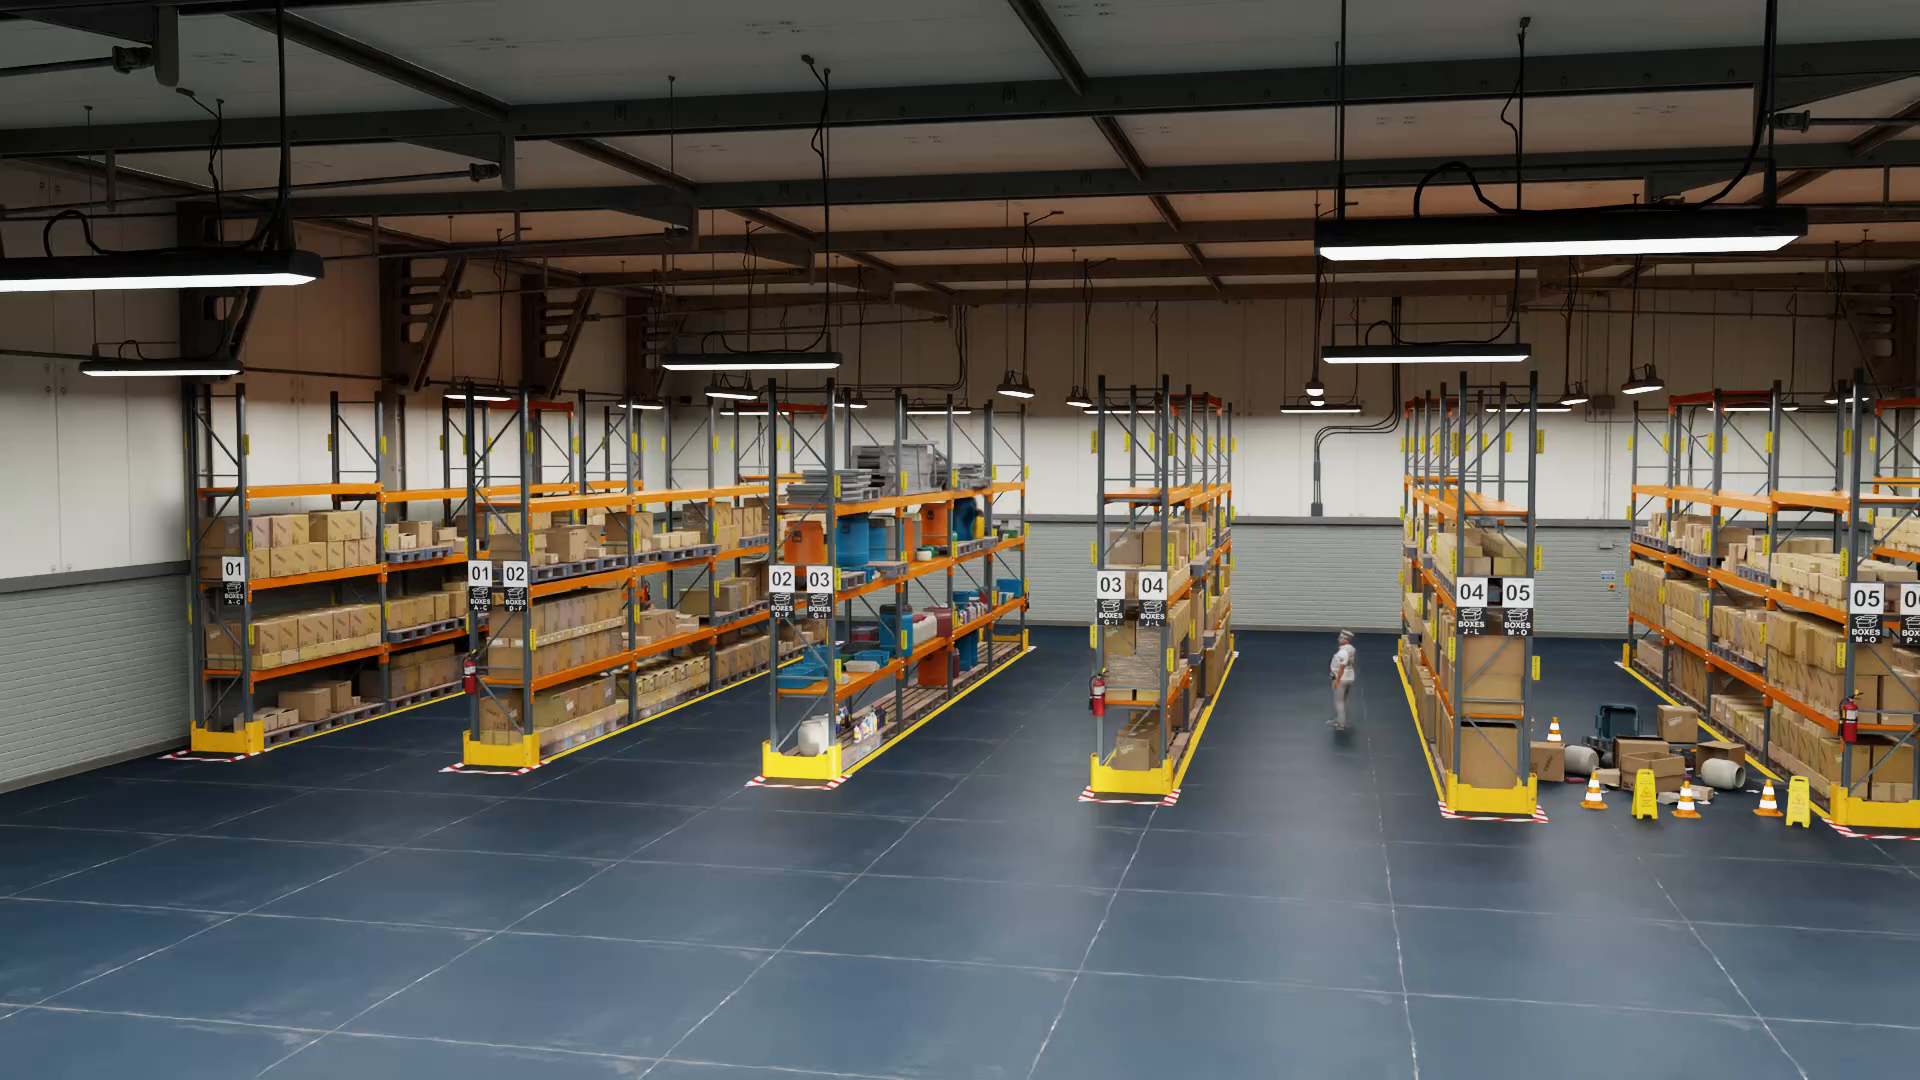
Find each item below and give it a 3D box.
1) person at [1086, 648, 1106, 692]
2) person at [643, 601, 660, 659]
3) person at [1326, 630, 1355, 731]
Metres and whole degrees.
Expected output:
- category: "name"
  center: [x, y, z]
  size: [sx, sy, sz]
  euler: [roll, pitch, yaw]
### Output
- category: "person"
  center: [2.846, 2.267, 33.398]
  size: [0.569, 1.749, 0.545]
  euler: [-1, 4, -24]
- category: "person"
  center: [-6.556, 2.167, 35.664]
  size: [0.463, 1.717, 0.522]
  euler: [-3, 4, -43]
- category: "person"
  center: [6.670, 2.450, 29.356]
  size: [0.545, 1.771, 0.644]
  euler: [-3, 5, -44]
